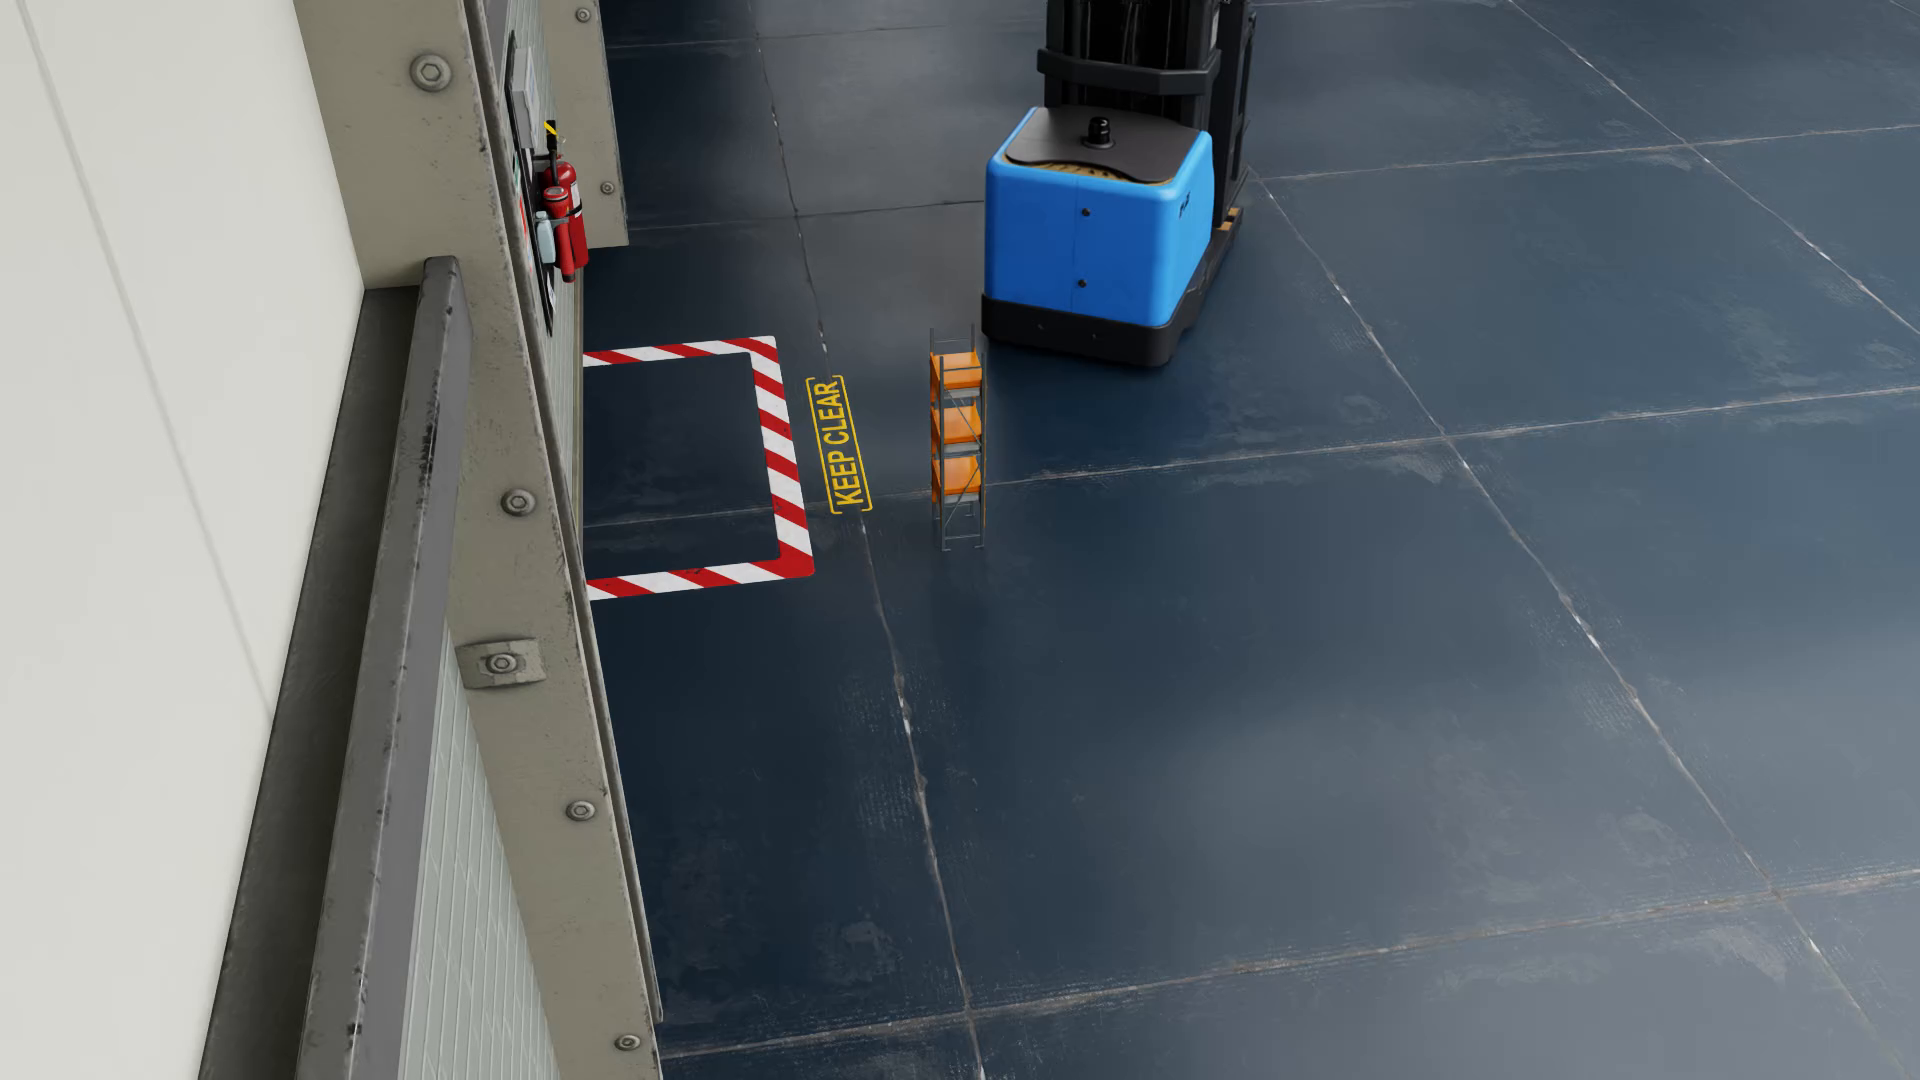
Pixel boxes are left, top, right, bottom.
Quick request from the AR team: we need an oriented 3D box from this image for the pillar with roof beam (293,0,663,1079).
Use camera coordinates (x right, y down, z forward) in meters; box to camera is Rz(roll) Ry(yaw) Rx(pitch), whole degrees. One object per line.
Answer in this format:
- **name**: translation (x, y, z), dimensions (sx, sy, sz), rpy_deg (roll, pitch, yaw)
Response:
- **pillar with roof beam**: translation (3.103, -2.277, 3.346), dimensions (9.100, 9.000, 0.400), rpy_deg (-6, 38, -8)

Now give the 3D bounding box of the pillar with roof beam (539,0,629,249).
- **pillar with roof beam**: translation (2.051, -5.901, 8.011), dimensions (9.100, 9.000, 0.400), rpy_deg (-6, 38, -8)

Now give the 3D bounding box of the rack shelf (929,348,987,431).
- **rack shelf**: translation (-0.009, -0.663, 7.302), dimensions (0.215, 0.259, 0.240), rpy_deg (-6, 38, -8)

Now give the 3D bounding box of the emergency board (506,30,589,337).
- **emergency board**: translation (-1.792, -1.573, 7.329), dimensions (0.194, 1.169, 0.643), rpy_deg (-6, 38, -8)

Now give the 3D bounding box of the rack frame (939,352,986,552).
- **rack frame**: translation (0.012, -0.373, 7.375), dimensions (0.200, 1.050, 0.008), rpy_deg (-6, 38, -8)

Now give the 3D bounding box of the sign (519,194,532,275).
- **sign**: translation (-1.796, -1.242, 6.874), dimensions (0.001, 0.329, 0.234), rpy_deg (-6, 38, -8)

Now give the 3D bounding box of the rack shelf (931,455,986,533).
- **rack shelf**: translation (-0.009, -0.219, 7.647), dimensions (0.215, 0.259, 0.240), rpy_deg (-6, 38, -8)

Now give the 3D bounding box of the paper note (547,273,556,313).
- **paper note**: translation (-1.829, -1.110, 7.452), dimensions (0.016, 0.148, 0.142), rpy_deg (-6, 38, -8)

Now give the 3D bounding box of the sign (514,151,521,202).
- **sign**: translation (-1.788, -1.455, 6.716), dimensions (0.001, 0.109, 0.331), rpy_deg (-6, 38, -8)

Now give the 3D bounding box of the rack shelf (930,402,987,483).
- **rack shelf**: translation (-0.009, -0.439, 7.476), dimensions (0.215, 0.259, 0.240), rpy_deg (-6, 38, -8)

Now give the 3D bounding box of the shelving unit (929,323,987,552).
- **shelving unit**: translation (-0.009, -0.447, 7.470), dimensions (0.215, 1.050, 0.252), rpy_deg (-6, 38, -8)

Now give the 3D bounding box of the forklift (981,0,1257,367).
- **forklift**: translation (1.089, -2.982, 9.199), dimensions (1.130, 2.935, 3.031), rpy_deg (12, 40, 15)

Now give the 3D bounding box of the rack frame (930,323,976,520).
- **rack frame**: translation (-0.031, -0.521, 7.564), dimensions (0.200, 1.050, 0.008), rpy_deg (-6, 38, -8)
